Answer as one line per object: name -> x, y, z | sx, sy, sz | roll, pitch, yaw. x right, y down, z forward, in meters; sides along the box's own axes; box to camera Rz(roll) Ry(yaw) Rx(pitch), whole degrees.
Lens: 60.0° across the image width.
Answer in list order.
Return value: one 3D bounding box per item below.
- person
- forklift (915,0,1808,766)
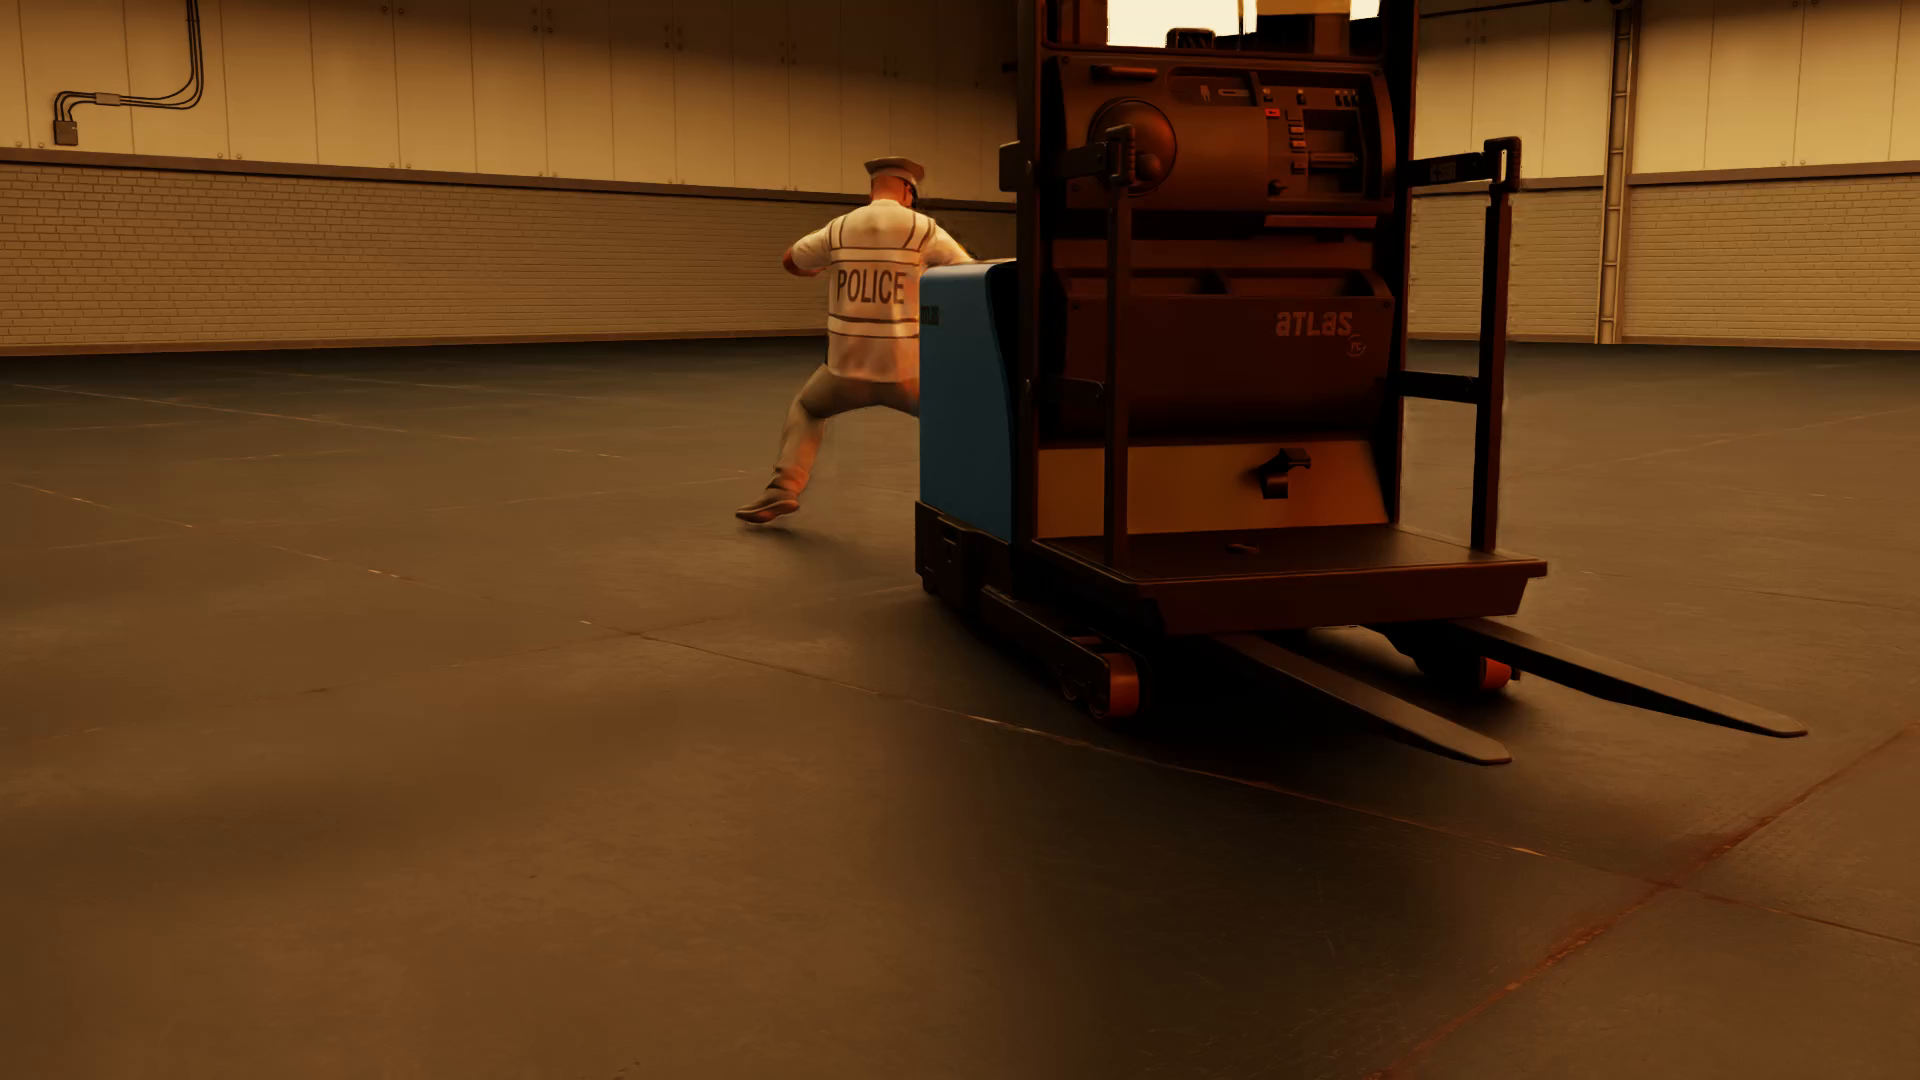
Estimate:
person -> -0.318, -0.807, 6.941 | 1.238, 1.528, 0.706 | 2, 9, 16
forklift -> 0.759, -1.089, 4.108 | 1.130, 2.935, 3.031 | -3, 9, -16
